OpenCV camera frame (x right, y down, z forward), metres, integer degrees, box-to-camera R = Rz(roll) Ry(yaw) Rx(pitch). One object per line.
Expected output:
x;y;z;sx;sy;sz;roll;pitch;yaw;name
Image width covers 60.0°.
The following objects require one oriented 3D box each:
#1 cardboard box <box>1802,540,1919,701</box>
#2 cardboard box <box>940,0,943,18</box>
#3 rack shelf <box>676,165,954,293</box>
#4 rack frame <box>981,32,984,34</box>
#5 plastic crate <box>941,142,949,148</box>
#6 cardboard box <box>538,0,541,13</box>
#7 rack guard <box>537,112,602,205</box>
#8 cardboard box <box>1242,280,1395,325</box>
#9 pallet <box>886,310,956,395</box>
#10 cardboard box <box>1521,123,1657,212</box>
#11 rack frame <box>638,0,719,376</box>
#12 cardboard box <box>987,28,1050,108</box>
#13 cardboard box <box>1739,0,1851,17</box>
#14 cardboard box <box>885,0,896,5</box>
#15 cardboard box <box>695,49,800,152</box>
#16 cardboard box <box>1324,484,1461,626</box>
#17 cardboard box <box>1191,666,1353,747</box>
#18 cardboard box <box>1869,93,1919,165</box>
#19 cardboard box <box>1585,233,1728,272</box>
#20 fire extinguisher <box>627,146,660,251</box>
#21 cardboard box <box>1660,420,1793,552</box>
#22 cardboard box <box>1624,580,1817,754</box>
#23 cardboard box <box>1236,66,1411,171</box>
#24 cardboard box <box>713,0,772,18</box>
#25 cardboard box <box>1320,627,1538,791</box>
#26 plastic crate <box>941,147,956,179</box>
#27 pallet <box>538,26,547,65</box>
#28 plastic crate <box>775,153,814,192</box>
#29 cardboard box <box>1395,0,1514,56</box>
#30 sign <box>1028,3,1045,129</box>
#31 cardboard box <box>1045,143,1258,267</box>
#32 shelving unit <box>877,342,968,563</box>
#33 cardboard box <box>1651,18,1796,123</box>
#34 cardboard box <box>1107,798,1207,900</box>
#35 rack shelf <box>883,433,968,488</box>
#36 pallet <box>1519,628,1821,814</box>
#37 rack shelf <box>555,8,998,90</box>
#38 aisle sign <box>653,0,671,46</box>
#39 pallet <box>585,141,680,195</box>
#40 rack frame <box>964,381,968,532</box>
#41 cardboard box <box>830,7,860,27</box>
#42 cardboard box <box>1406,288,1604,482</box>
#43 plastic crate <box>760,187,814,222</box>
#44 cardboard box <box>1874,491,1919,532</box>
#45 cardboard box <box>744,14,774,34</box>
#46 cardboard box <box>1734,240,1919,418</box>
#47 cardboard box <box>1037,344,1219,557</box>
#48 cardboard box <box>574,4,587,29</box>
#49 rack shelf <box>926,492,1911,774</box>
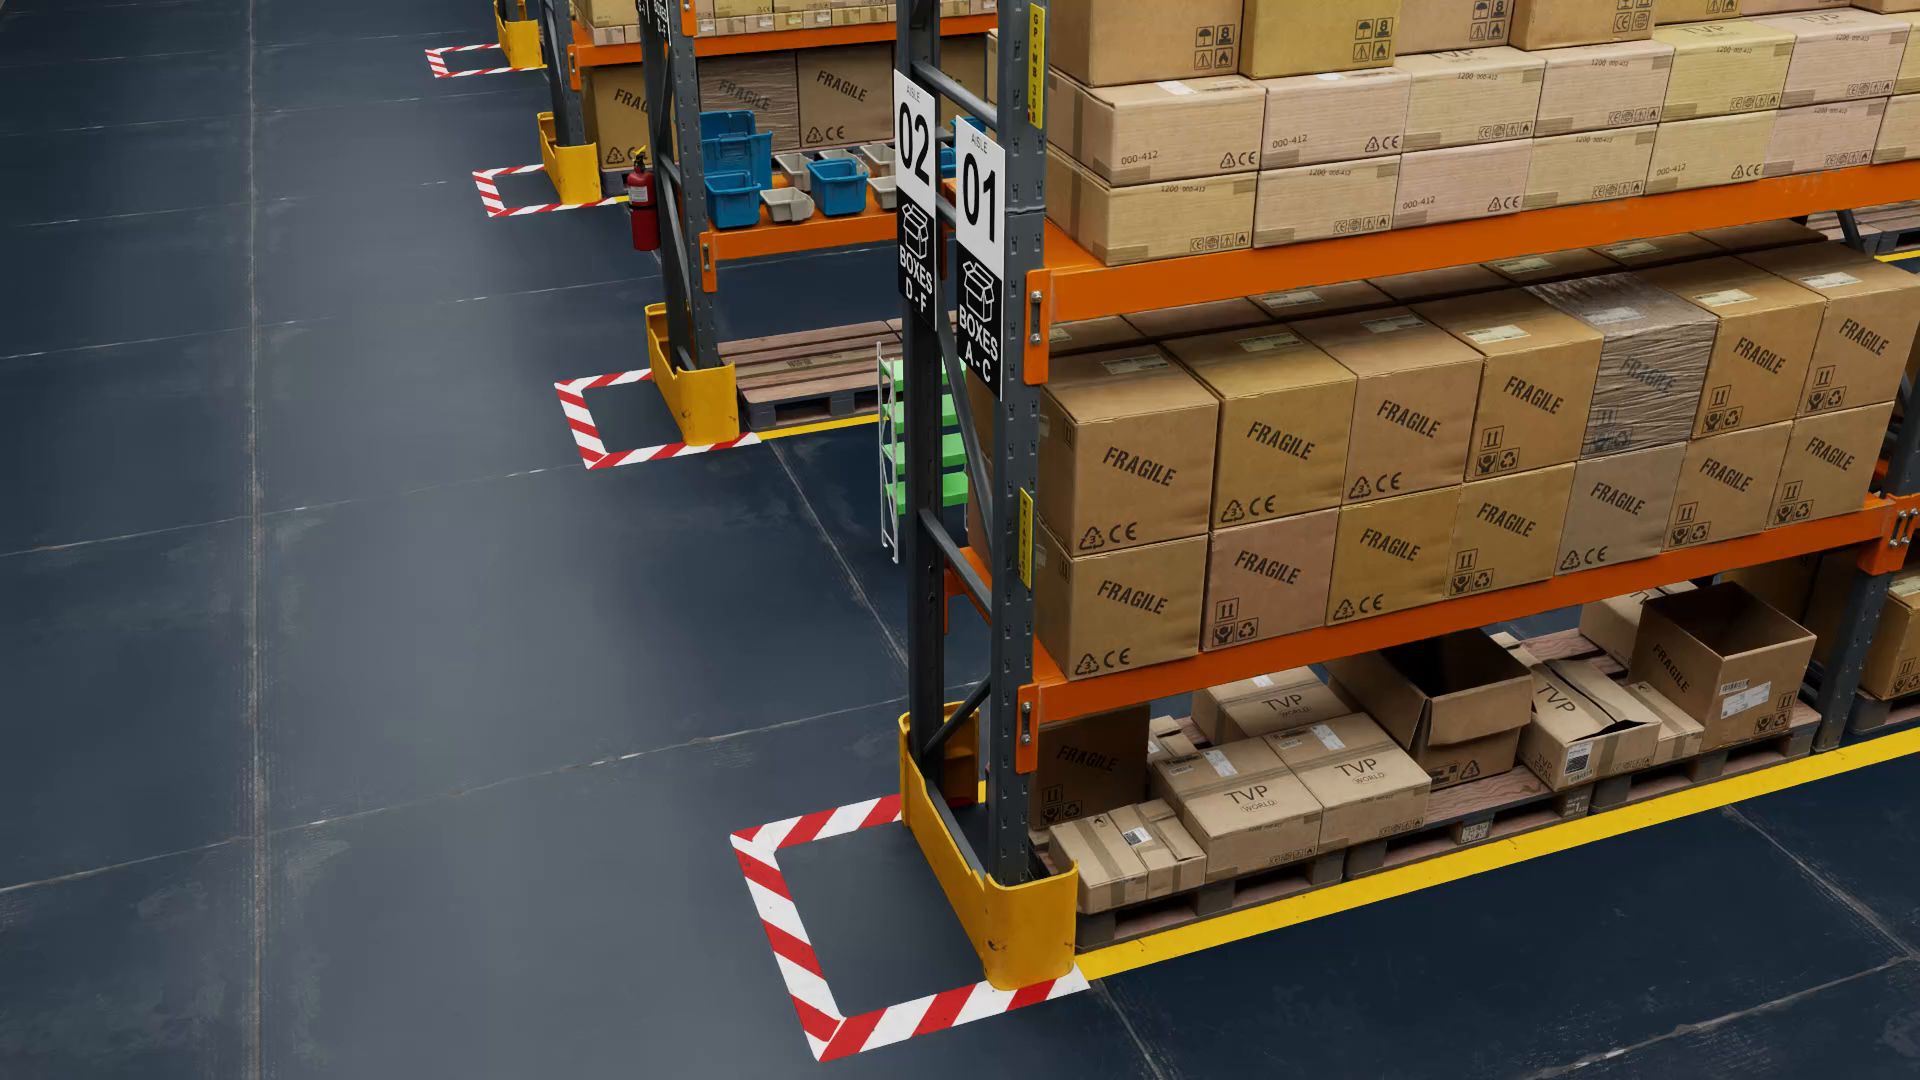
4.307;0.353;7.682;0.500;0.500;0.500;-12;32;-20;cardboard box
-0.335;-4.766;14.839;0.250;0.149;0.380;-11;31;-18;cardboard box
0.171;-2.213;10.831;4.000;0.370;1.077;-10;31;-18;rack shelf
0.318;-5.169;15.292;0.127;3.000;1.000;-10;31;-18;rack frame
-0.202;-2.479;10.777;0.250;0.136;0.298;-10;31;-18;plastic crate
-4.670;-6.093;19.070;0.250;0.149;0.380;-11;32;-19;cardboard box
-3.453;-3.388;14.692;0.348;0.500;1.175;-10;31;-18;rack guard
1.299;-0.743;6.413;0.500;0.500;0.500;-10;31;-16;cardboard box
0.224;-1.302;11.322;1.213;0.211;1.003;-10;31;-18;pallet
1.998;-1.347;5.705;0.500;0.250;0.500;-10;31;-18;cardboard box
-1.704;-2.180;10.047;0.127;3.000;1.000;-10;31;-18;rack frame
0.413;-1.544;5.546;0.500;0.250;0.500;-10;31;-18;cardboard box
2.809;-2.231;5.994;0.500;0.500;0.700;-10;31;-18;cardboard box
-0.488;-4.944;14.749;0.500;0.250;0.500;-9;31;-16;cardboard box
-2.006;-4.042;15.037;0.875;0.875;0.875;-10;31;-18;cardboard box
1.481;-0.056;6.217;0.500;0.500;0.500;-11;31;-18;cardboard box
1.345;0.764;7.212;0.500;0.250;0.500;-10;31;-18;cardboard box
3.406;-1.603;6.154;0.500;0.250;0.500;-10;31;-18;cardboard box
2.746;-1.010;6.881;0.500;0.500;0.500;-11;32;-19;cardboard box
-2.003;-2.169;10.482;0.183;0.674;0.296;-10;31;-18;fire extinguisher
2.907;-0.320;6.681;0.500;0.500;0.500;-10;31;-16;cardboard box
3.334;0.553;7.330;0.500;0.500;0.500;-10;31;-18;cardboard box
1.063;-1.388;5.272;0.500;0.250;0.500;-10;31;-18;cardboard box
-1.930;-4.678;14.281;0.500;0.250;0.500;-11;32;-19;cardboard box
2.010;0.648;7.159;0.637;0.503;0.797;-10;31;-18;cardboard box
-0.123;-2.251;10.279;0.300;0.233;0.416;-10;31;-18;plastic crate
-4.221;-5.722;19.080;1.213;0.211;1.003;-10;31;-18;pallet
-1.002;-2.316;10.492;0.243;0.136;0.396;-10;31;-18;plastic crate
1.425;-1.942;5.487;0.500;0.500;0.700;-10;31;-18;cardboard box
0.209;-1.313;4.611;0.005;0.325;0.100;-10;31;-18;sign
0.590;-1.090;5.255;0.500;0.250;0.500;-10;31;-18;cardboard box
-0.155;-0.493;8.903;0.503;1.200;0.258;-10;31;-18;shelving unit
2.469;-1.647;5.728;0.500;0.250;0.500;-10;31;-18;cardboard box
0.767;1.202;6.527;0.250;0.166;0.380;-10;31;-18;cardboard box
-0.155;-0.437;8.934;0.480;0.148;0.258;-10;31;-18;rack shelf
3.125;0.758;7.707;1.213;0.211;1.003;-10;31;-18;pallet
-1.556;-4.511;14.864;4.000;0.370;1.077;-10;31;-18;rack shelf
-1.668;-3.160;9.139;0.004;0.787;0.394;-10;31;-18;aisle sign
-2.709;-3.441;15.076;1.213;0.211;1.003;-10;31;-18;pallet
0.074;-0.535;8.977;0.015;1.200;0.240;-10;31;-18;rack frame
-1.058;-4.633;14.605;0.250;0.149;0.380;-11;31;-18;cardboard box
1.962;-0.580;6.126;0.500;0.500;0.500;-11;31;-18;cardboard box
-1.028;-1.999;9.934;0.298;0.136;0.250;-10;31;-18;plastic crate
4.598;0.023;8.259;0.500;0.500;0.500;-10;31;-17;cardboard box
-1.779;-4.500;14.373;0.250;0.149;0.380;-11;31;-18;cardboard box
3.385;-0.842;6.587;0.500;0.500;0.500;-10;31;-17;cardboard box
0.528;-0.314;5.659;0.500;0.500;0.500;-9;31;-16;cardboard box
-3.212;-4.583;14.518;0.250;0.149;0.380;-10;31;-17;cardboard box
1.895;0.086;6.796;4.000;0.370;1.077;-10;31;-18;rack shelf
